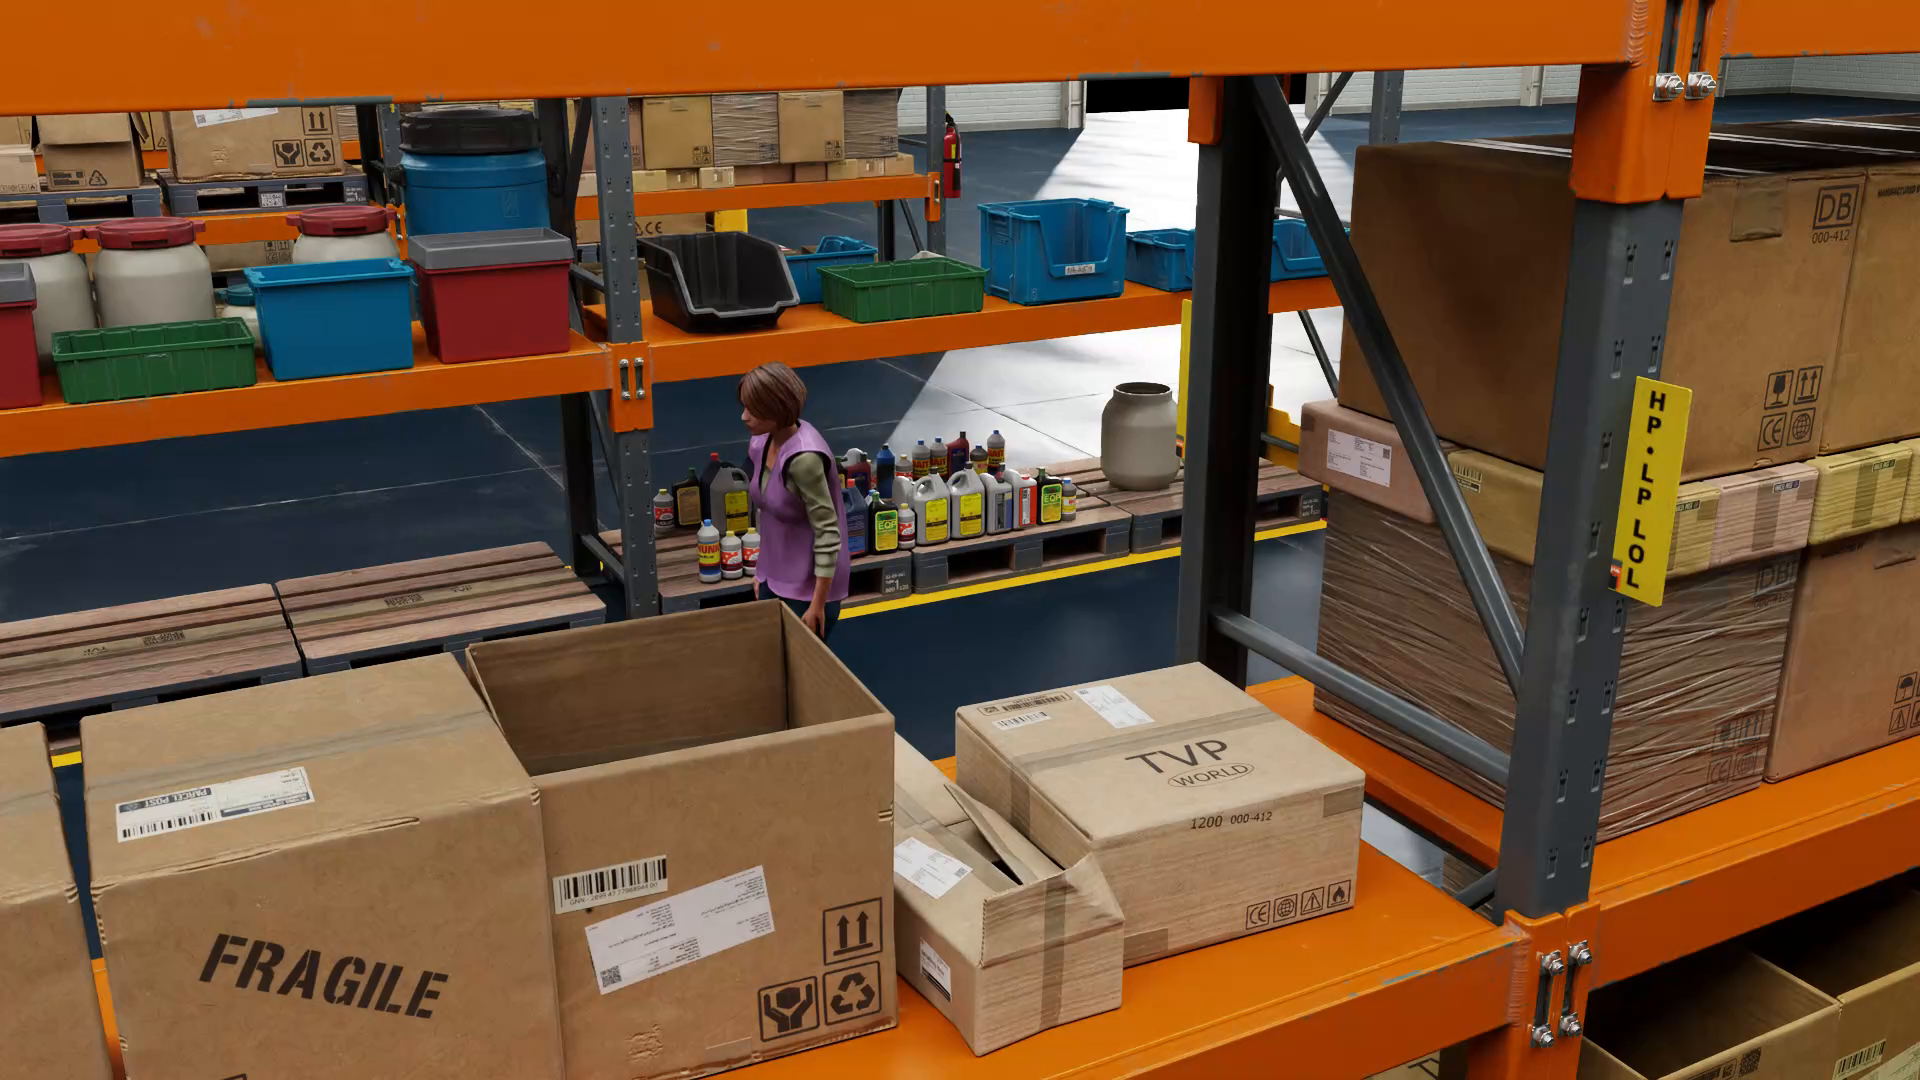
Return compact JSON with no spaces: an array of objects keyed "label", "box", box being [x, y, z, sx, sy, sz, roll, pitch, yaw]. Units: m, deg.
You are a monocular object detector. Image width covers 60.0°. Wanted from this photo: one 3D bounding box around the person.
[{"label":"person","box":[-0.559,0.180,5.570,0.348,1.580,0.471,-11,22,-29]}]
